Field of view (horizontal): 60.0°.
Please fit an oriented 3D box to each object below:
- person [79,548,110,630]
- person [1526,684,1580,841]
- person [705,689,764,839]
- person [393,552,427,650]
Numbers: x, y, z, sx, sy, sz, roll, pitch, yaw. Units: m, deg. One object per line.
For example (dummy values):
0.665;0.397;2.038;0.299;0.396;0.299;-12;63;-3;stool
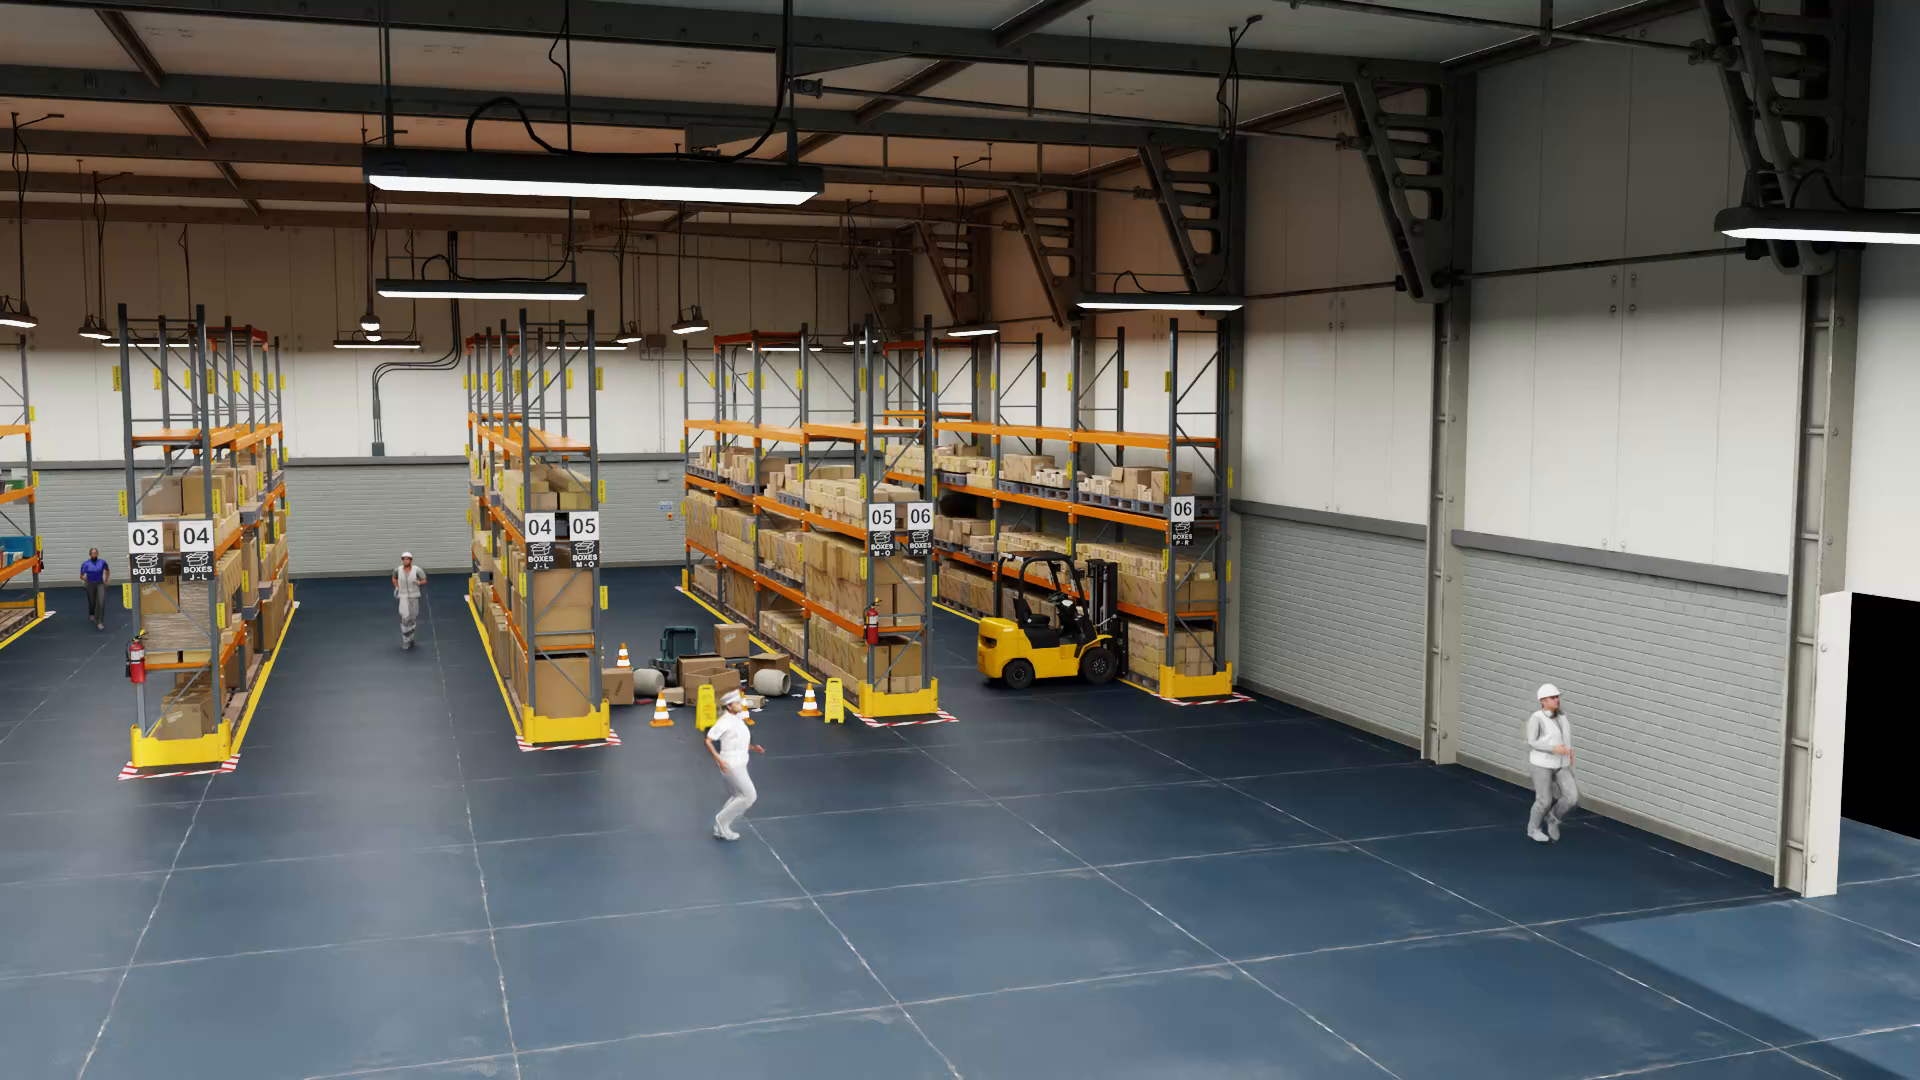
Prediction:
-17.659;0.973;33.962;0.564;1.654;0.876;-3;6;-30;person
6.410;2.422;17.948;0.637;1.734;0.641;-2;6;-20;person
-2.420;2.453;18.121;0.592;1.655;0.560;1;6;13;person
-10.395;1.140;31.456;0.593;1.851;0.783;-2;6;-18;person
